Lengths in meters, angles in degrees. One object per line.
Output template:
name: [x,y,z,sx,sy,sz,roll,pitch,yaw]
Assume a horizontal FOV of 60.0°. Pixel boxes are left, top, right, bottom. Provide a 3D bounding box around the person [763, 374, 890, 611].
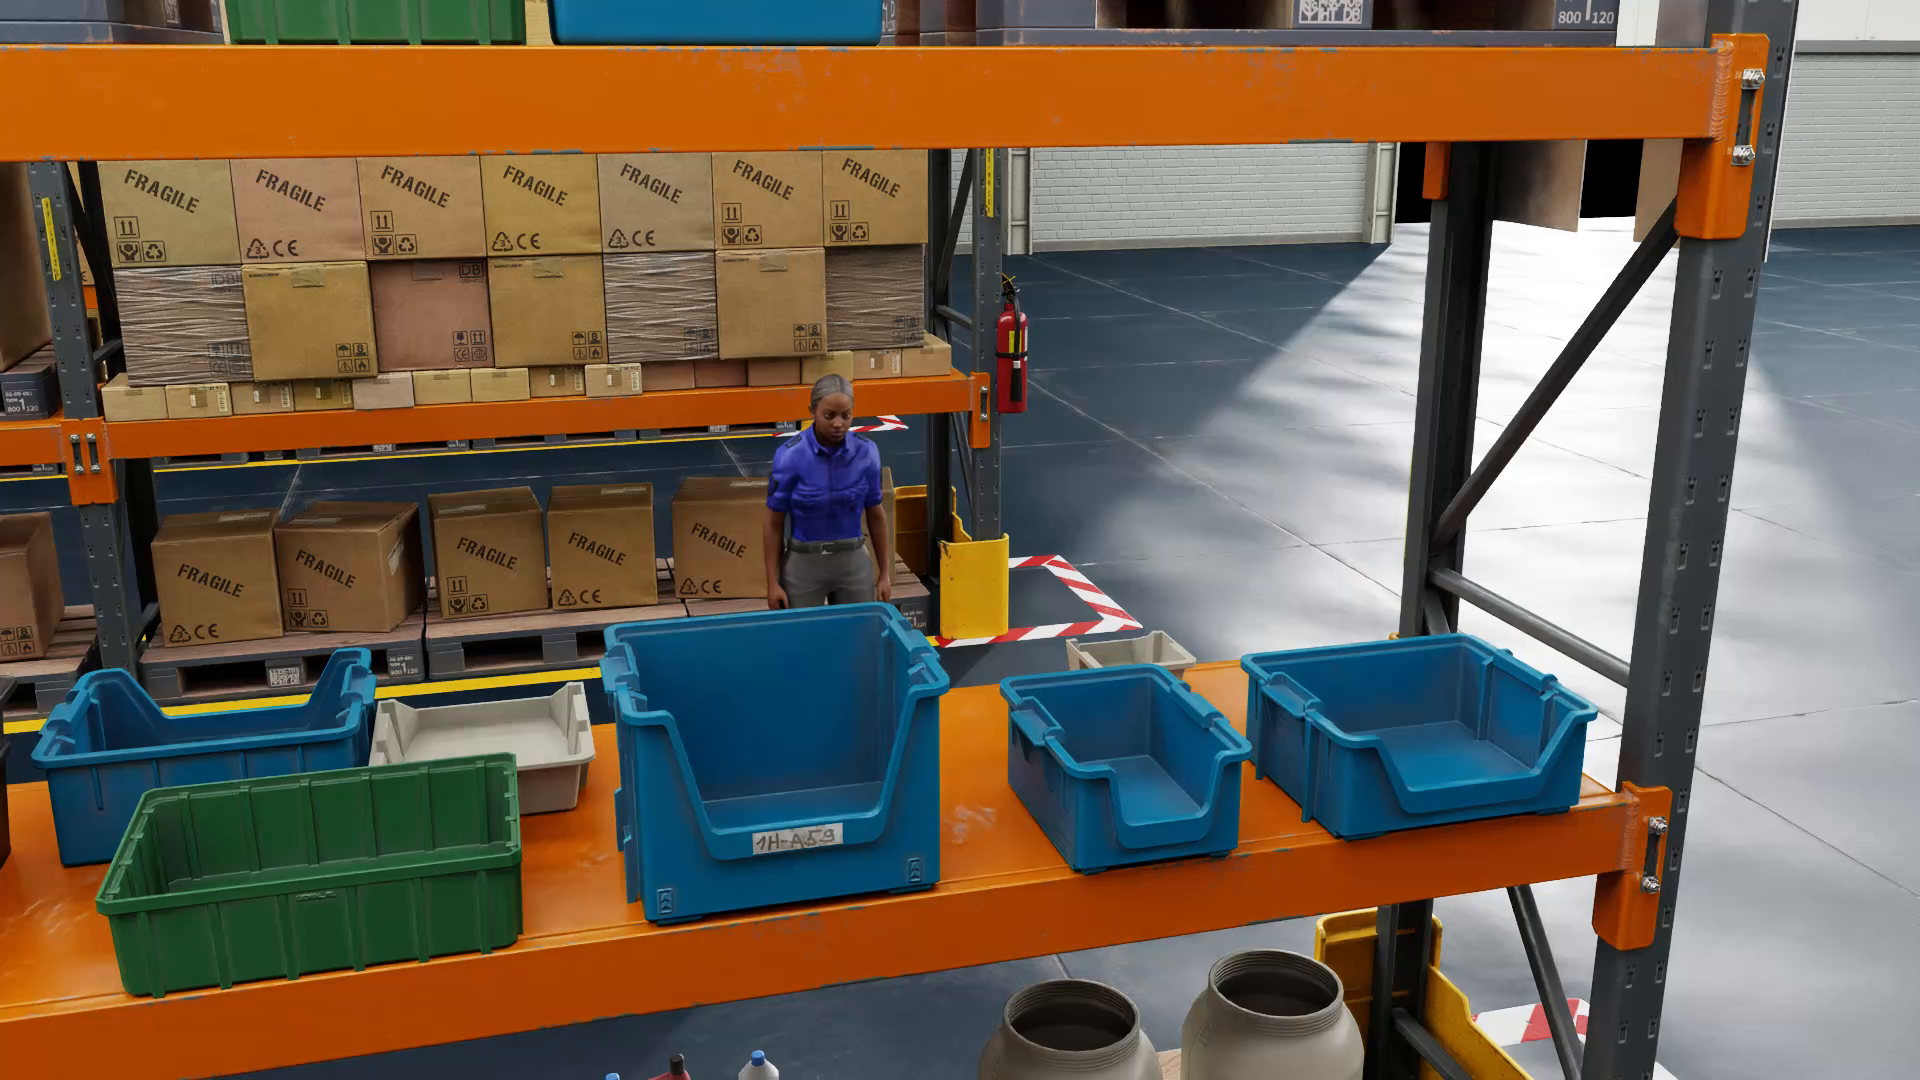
person: [-0.521,0.159,6.492,0.518,1.654,0.353,-5,17,-16]
